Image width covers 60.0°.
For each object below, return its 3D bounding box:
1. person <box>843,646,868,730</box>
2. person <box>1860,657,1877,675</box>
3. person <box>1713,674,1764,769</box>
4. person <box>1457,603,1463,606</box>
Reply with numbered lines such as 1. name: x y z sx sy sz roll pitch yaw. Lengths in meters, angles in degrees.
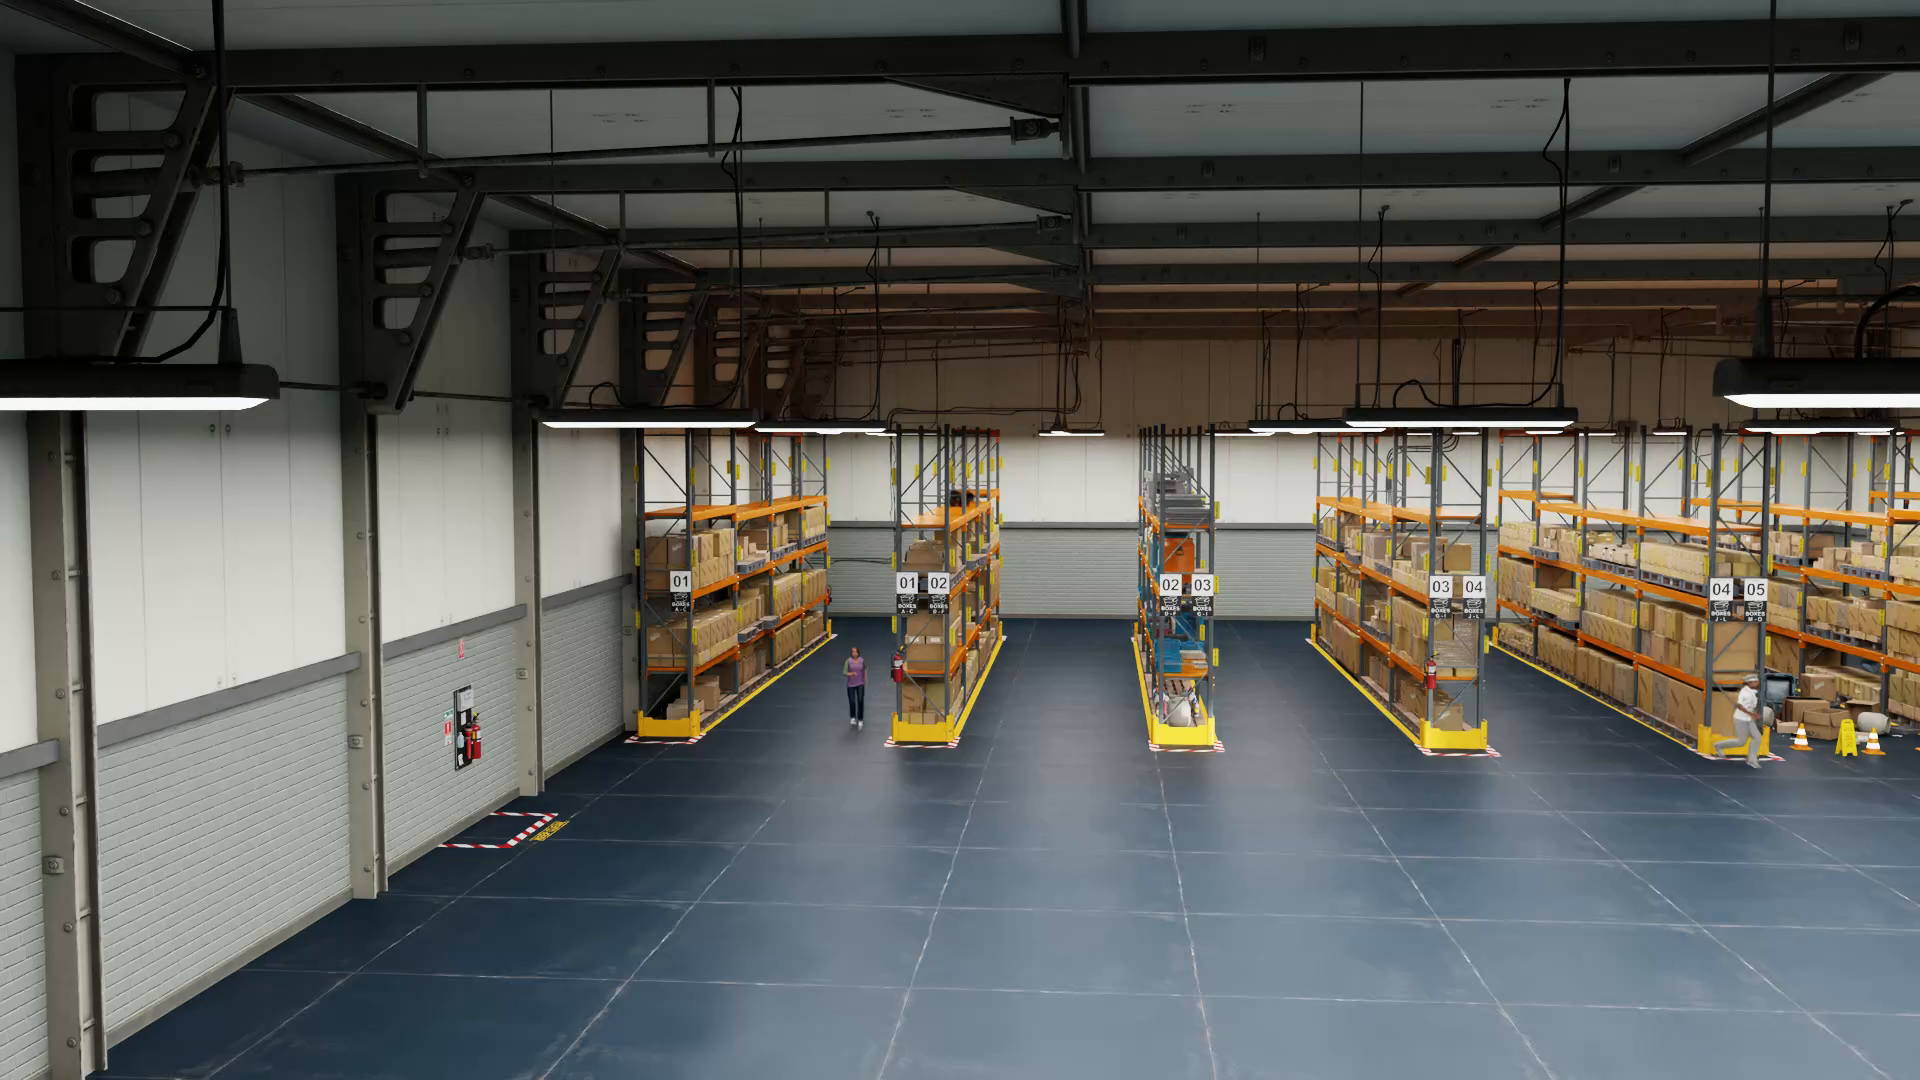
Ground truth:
1. person: -2.062 2.915 32.920 0.504 1.638 0.711 0 3 -5
2. person: 21.062 2.526 38.362 0.692 1.718 0.603 0 3 1
3. person: 13.663 3.156 29.134 0.832 1.661 0.602 3 4 36
4. person: 13.796 2.099 46.708 0.848 1.601 0.659 -2 4 -34
